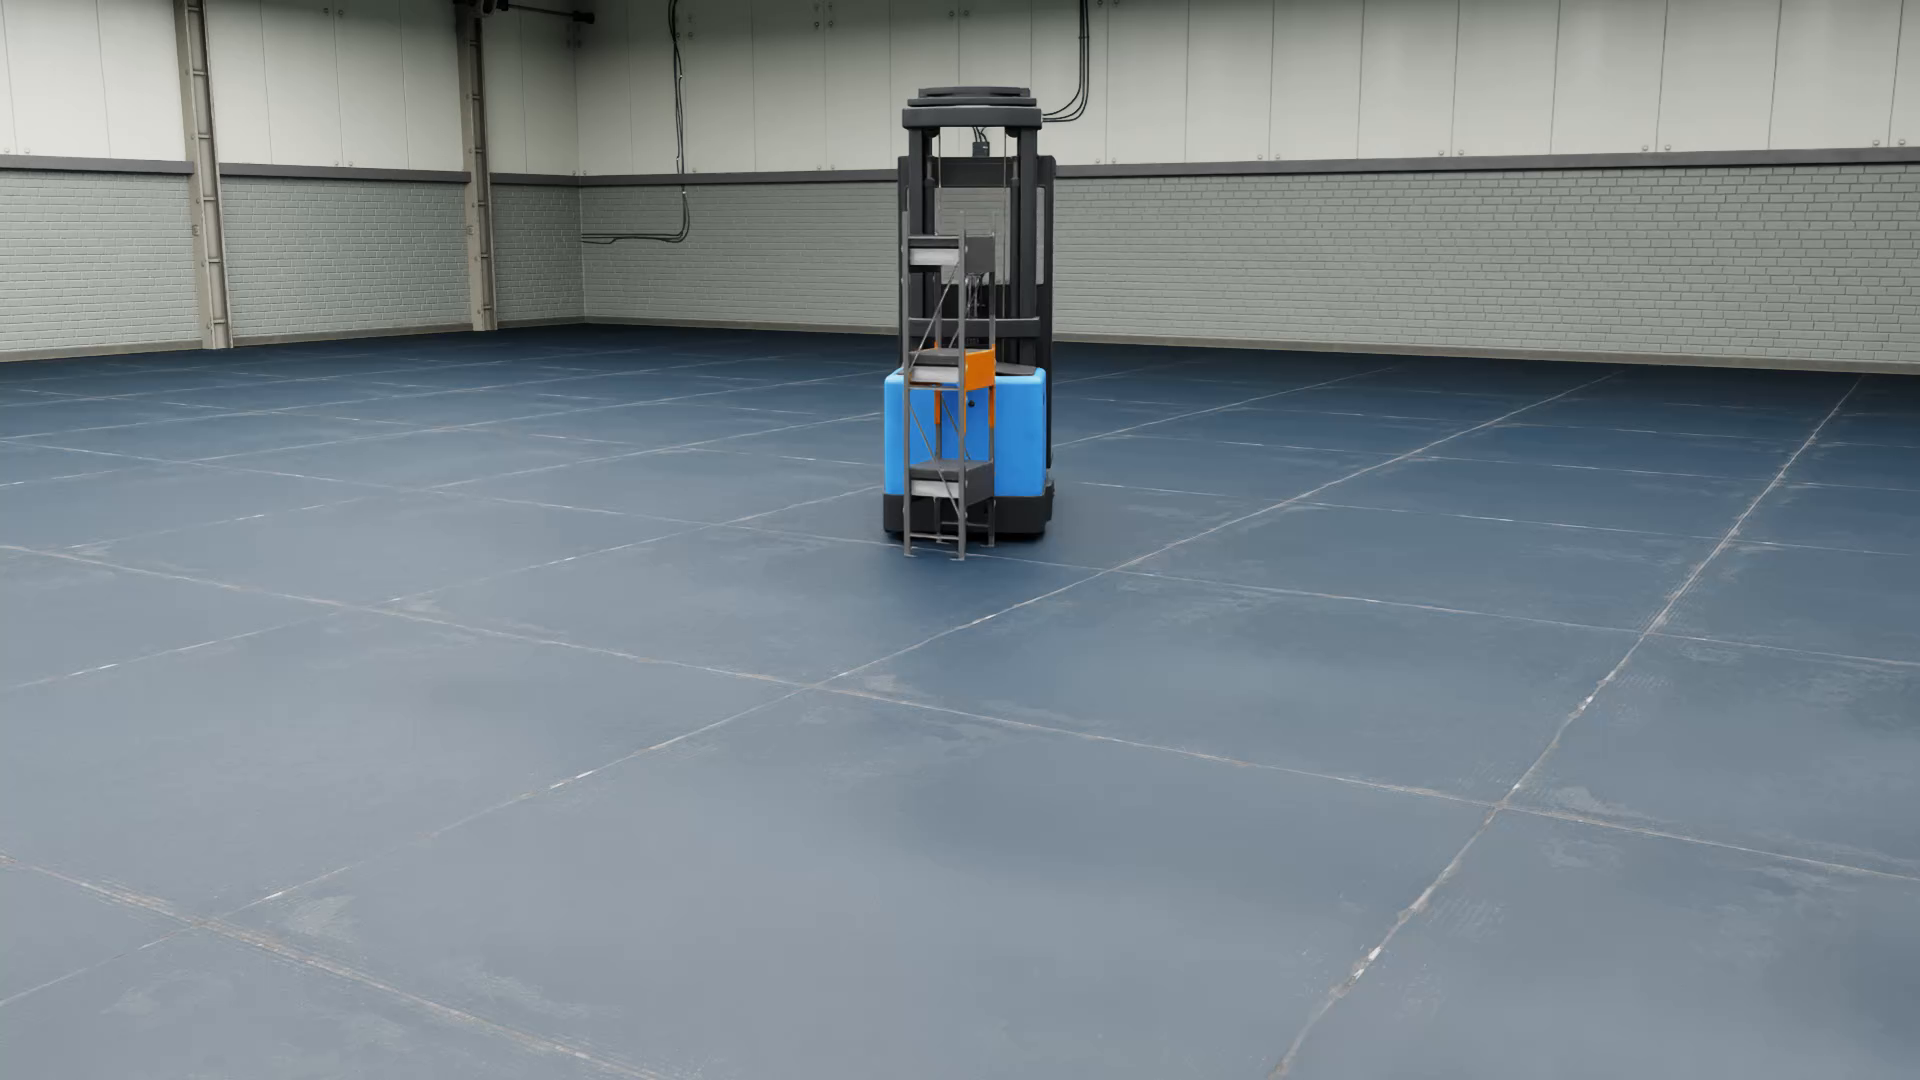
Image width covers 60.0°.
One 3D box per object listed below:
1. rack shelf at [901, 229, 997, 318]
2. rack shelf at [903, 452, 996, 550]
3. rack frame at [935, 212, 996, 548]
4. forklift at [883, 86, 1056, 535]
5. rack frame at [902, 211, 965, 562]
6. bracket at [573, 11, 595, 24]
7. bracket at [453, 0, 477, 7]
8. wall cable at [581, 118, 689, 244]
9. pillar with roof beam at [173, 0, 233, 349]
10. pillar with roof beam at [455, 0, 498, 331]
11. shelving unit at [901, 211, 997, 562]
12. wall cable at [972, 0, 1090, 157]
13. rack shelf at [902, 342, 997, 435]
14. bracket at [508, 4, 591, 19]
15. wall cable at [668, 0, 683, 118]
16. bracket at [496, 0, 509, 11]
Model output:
[{"bbox_3d":[-0.063,-1.628,10.127,0.431,0.518,0.480,4,11,22],"label":"rack shelf"},{"bbox_3d":[-0.063,-0.252,10.385,0.431,0.518,0.480,4,11,22],"label":"rack shelf"},{"bbox_3d":[0.032,-0.995,10.475,0.400,2.100,0.015,4,11,22],"label":"rack frame"},{"bbox_3d":[0.129,-1.697,11.967,1.130,2.935,3.031,1,11,4],"label":"forklift"},{"bbox_3d":[-0.157,-0.912,10.033,0.400,2.100,0.015,4,11,22],"label":"rack frame"},{"bbox_3d":[-7.788,-10.811,34.382,0.235,0.232,0.430,6,12,31],"label":"bracket"},{"bbox_3d":[-9.449,-10.308,31.694,0.235,0.232,0.430,6,12,31],"label":"bracket"},{"bbox_3d":[-6.878,-7.449,34.640,3.097,2.526,0.112,6,12,31],"label":"wall cable"},{"bbox_3d":[-8.973,-7.283,25.317,9.100,9.000,0.400,6,12,31],"label":"pillar with roof beam"},{"bbox_3d":[-5.858,-8.227,30.358,9.100,9.000,0.548,6,12,31],"label":"pillar with roof beam"},{"bbox_3d":[-0.063,-0.953,10.254,0.431,2.100,0.503,4,11,22],"label":"shelving unit"},{"bbox_3d":[1.228,-9.737,29.184,2.305,6.003,0.169,6,12,31],"label":"wall cable"},{"bbox_3d":[-0.063,-0.940,10.256,0.431,0.518,0.480,4,11,22],"label":"rack shelf"},{"bbox_3d":[-8.095,-10.719,33.886,0.076,0.066,3.189,6,12,31],"label":"bracket"},{"bbox_3d":[-4.565,-9.673,32.795,3.097,2.526,0.112,6,12,31],"label":"wall cable"},{"bbox_3d":[-9.018,-10.439,32.391,0.235,0.232,0.430,6,12,31],"label":"bracket"}]
